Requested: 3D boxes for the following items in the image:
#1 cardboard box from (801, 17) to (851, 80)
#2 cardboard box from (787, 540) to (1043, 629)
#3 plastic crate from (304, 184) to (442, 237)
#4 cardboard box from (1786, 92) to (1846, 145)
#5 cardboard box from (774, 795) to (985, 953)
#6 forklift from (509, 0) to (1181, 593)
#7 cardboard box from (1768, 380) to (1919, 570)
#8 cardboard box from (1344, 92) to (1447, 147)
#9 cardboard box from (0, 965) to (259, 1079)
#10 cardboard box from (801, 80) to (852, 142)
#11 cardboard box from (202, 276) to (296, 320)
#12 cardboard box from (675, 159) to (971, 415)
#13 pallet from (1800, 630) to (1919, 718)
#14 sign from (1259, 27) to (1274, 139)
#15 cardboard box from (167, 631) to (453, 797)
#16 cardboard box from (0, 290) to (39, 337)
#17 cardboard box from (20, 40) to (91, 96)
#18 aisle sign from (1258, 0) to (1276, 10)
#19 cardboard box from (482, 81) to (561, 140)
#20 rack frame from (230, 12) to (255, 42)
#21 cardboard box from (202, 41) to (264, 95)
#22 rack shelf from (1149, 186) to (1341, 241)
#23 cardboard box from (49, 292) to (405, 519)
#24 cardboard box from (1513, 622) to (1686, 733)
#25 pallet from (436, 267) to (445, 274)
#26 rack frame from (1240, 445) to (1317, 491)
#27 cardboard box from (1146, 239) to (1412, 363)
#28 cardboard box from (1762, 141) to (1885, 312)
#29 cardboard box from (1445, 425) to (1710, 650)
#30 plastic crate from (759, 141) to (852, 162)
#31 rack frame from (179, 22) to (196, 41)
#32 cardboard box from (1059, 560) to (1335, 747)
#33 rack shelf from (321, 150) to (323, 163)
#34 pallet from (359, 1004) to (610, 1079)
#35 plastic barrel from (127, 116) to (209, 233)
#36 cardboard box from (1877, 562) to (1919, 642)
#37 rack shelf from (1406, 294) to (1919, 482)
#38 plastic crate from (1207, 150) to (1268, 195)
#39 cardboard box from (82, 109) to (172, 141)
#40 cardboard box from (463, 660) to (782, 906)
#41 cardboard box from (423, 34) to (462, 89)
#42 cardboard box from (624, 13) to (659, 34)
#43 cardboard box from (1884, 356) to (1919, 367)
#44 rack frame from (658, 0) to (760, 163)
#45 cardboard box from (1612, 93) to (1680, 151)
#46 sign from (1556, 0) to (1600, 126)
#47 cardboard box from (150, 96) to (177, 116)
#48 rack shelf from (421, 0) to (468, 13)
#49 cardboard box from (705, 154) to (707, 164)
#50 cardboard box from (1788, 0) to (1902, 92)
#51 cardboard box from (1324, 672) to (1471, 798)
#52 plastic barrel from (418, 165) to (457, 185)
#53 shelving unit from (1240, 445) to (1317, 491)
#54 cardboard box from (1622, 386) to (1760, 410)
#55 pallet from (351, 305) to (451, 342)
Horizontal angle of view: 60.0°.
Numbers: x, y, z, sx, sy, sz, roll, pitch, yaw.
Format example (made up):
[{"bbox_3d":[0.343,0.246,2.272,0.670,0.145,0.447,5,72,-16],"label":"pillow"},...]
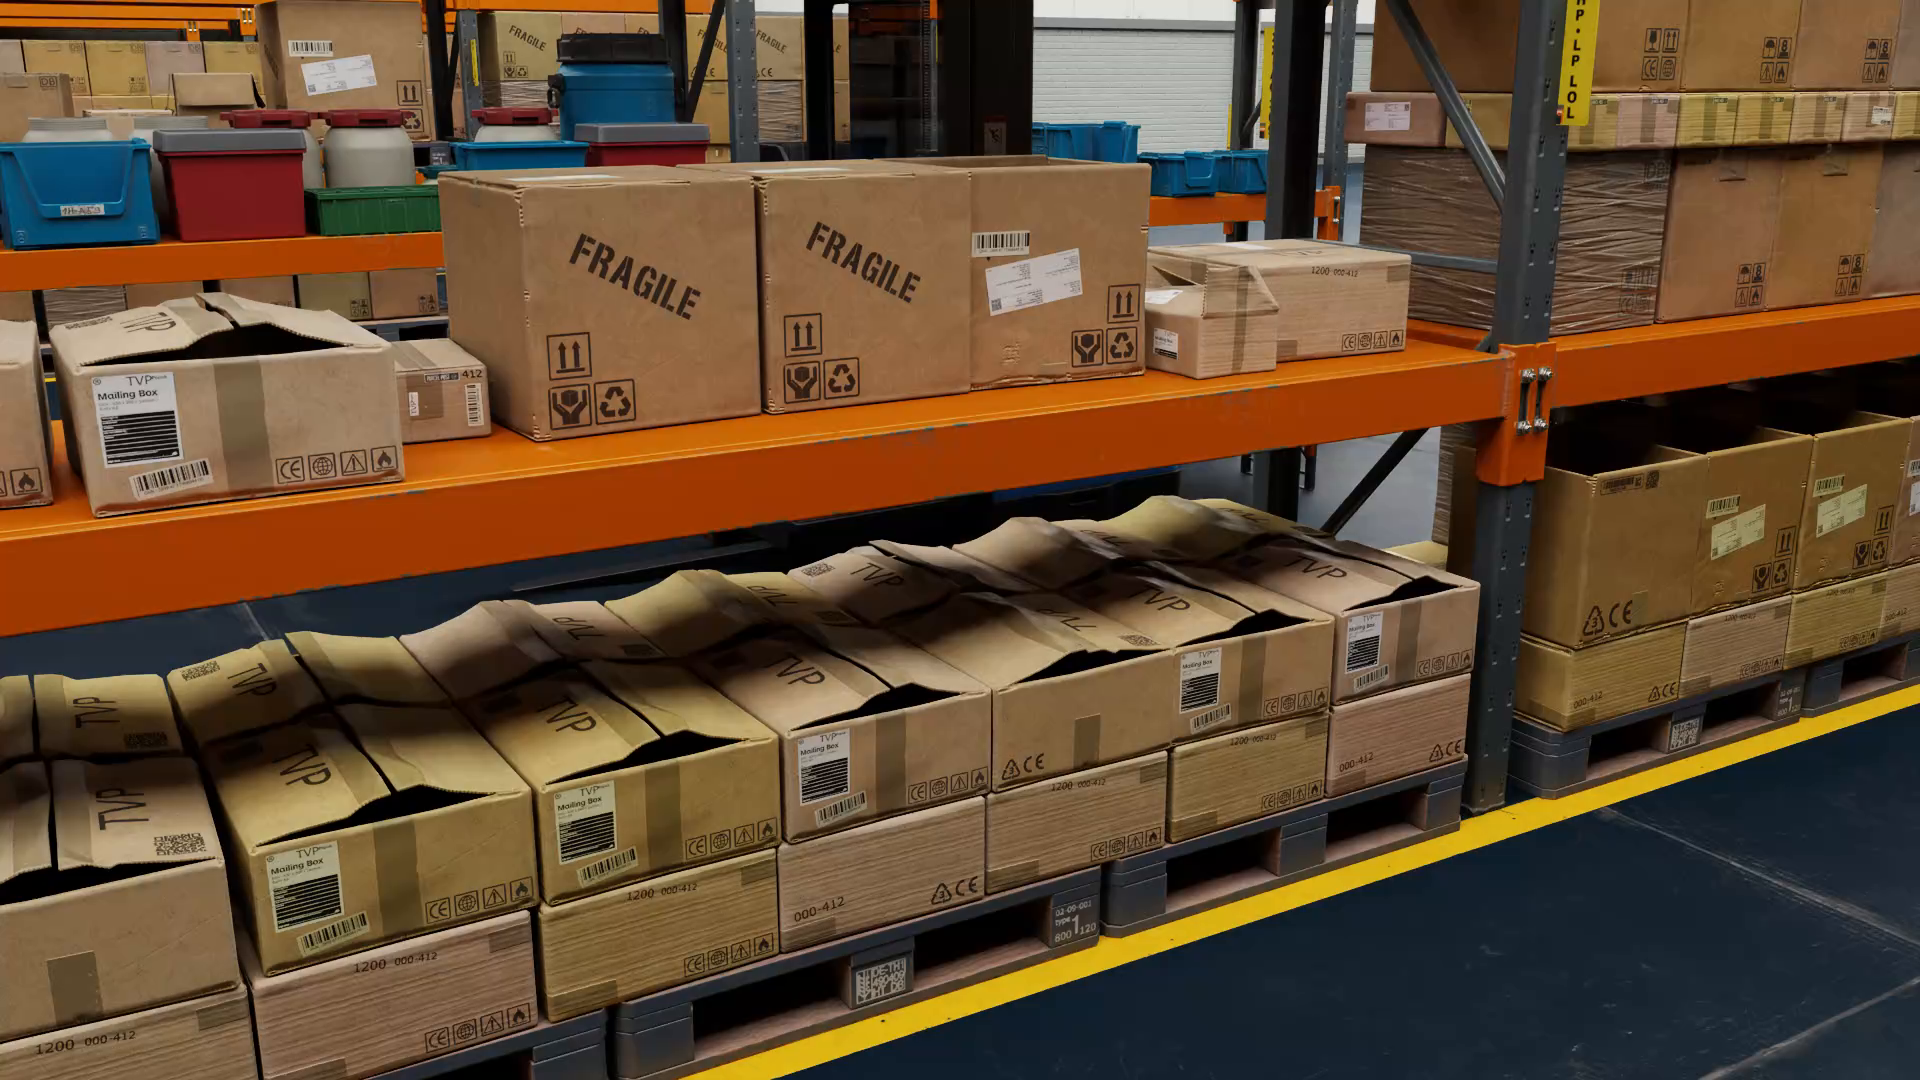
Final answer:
[{"bbox_3d":[-1.207,-4.111,13.930,0.500,0.500,0.500,-9,18,-30],"label":"cardboard box"},{"bbox_3d":[-0.125,0.198,4.424,0.500,0.311,0.500,-10,18,-32],"label":"cardboard box"},{"bbox_3d":[-2.662,-1.531,7.708,0.662,0.188,0.450,-9,18,-30],"label":"plastic crate"},{"bbox_3d":[2.438,-1.290,5.066,0.250,0.149,0.380,-10,18,-32],"label":"cardboard box"},{"bbox_3d":[-0.283,0.664,3.801,0.500,0.250,0.500,-9,18,-29],"label":"cardboard box"},{"bbox_3d":[-0.522,-1.316,6.675,3.031,2.935,1.130,-10,19,-33],"label":"forklift"},{"bbox_3d":[3.076,-0.235,5.617,0.500,0.500,0.500,-9,18,-30],"label":"cardboard box"},{"bbox_3d":[1.356,-1.242,4.897,0.250,0.149,0.380,-9,18,-30],"label":"cardboard box"},{"bbox_3d":[-1.596,0.879,3.034,0.500,0.250,0.500,-9,18,-30],"label":"cardboard box"},{"bbox_3d":[-1.289,-3.667,14.197,0.500,0.500,0.875,-9,18,-30],"label":"cardboard box"},{"bbox_3d":[-5.301,-1.875,12.357,0.500,0.500,0.700,-11,19,-34],"label":"cardboard box"},{"bbox_3d":[-0.315,-0.597,3.796,0.500,0.500,0.500,-9,18,-30],"label":"cardboard box"},{"bbox_3d":[2.983,0.277,6.031,1.213,0.211,1.003,-9,18,-30],"label":"pallet"},{"bbox_3d":[0.946,-1.377,5.016,0.005,0.325,0.100,-9,18,-30],"label":"sign"},{"bbox_3d":[-1.432,0.410,3.667,0.500,0.311,0.500,-10,18,-31],"label":"cardboard box"},{"bbox_3d":[-6.731,-1.637,11.508,0.500,0.500,0.700,-10,19,-33],"label":"cardboard box"},{"bbox_3d":[-8.501,-4.425,15.599,0.500,0.500,0.700,-10,18,-31],"label":"cardboard box"},{"bbox_3d":[2.025,-3.826,10.687,0.004,0.787,0.394,-9,18,-30],"label":"aisle sign"},{"bbox_3d":[-3.448,-3.326,12.983,0.500,0.500,0.875,-9,18,-30],"label":"cardboard box"},{"bbox_3d":[-8.969,-5.380,21.044,0.127,3.000,1.000,-9,18,-30],"label":"rack frame"},{"bbox_3d":[-7.196,-4.636,16.352,0.500,0.500,0.700,-10,18,-31],"label":"cardboard box"},{"bbox_3d":[0.399,-1.873,9.865,4.000,0.370,1.077,-9,18,-30],"label":"rack shelf"},{"bbox_3d":[-1.330,-0.275,2.998,0.500,0.311,0.500,-9,18,-30],"label":"cardboard box"},{"bbox_3d":[1.786,0.333,4.980,0.500,0.250,0.500,-9,18,-30],"label":"cardboard box"},{"bbox_3d":[-5.641,-2.993,17.697,1.213,0.211,1.003,-9,18,-30],"label":"pallet"},{"bbox_3d":[1.616,-0.844,8.336,0.032,1.125,0.500,-10,19,-33],"label":"rack frame"},{"bbox_3d":[0.833,-0.644,4.426,0.500,0.250,0.500,-8,18,-26],"label":"cardboard box"},{"bbox_3d":[2.491,-1.049,5.410,0.500,0.500,0.700,-9,18,-29],"label":"cardboard box"},{"bbox_3d":[1.792,-0.026,4.871,0.500,0.500,0.500,-9,18,-30],"label":"cardboard box"},{"bbox_3d":[-0.801,-1.954,8.939,0.504,0.338,0.767,-9,18,-30],"label":"plastic crate"},{"bbox_3d":[-11.529,-6.528,25.139,0.127,3.000,1.000,-9,18,-30],"label":"rack frame"},{"bbox_3d":[0.591,0.254,4.224,0.500,0.311,0.500,-9,18,-28],"label":"cardboard box"},{"bbox_3d":[-8.048,-3.624,16.114,4.000,0.370,1.077,-9,18,-30],"label":"rack shelf"},{"bbox_3d":[-1.470,0.999,3.455,1.213,0.211,1.003,-9,18,-30],"label":"pallet"},{"bbox_3d":[-3.611,-1.690,7.673,0.421,0.512,0.421,0,16,0],"label":"plastic barrel"},{"bbox_3d":[3.074,0.126,5.721,0.500,0.250,0.500,-9,18,-30],"label":"cardboard box"},{"bbox_3d":[2.947,-0.726,5.775,4.000,0.370,1.077,-9,18,-30],"label":"rack shelf"},{"bbox_3d":[1.839,-2.286,10.285,0.616,0.251,0.499,-9,18,-30],"label":"plastic crate"},{"bbox_3d":[-5.739,-2.841,11.486,0.500,0.250,0.500,-10,18,-31],"label":"cardboard box"},{"bbox_3d":[-0.711,0.463,3.477,0.500,0.311,0.500,-10,18,-31],"label":"cardboard box"},{"bbox_3d":[-5.588,-4.987,17.366,0.550,0.550,0.875,-9,18,-30],"label":"cardboard box"},{"bbox_3d":[-2.492,-3.903,13.186,0.500,0.500,0.500,-9,18,-30],"label":"cardboard box"},{"bbox_3d":[3.660,-0.497,6.551,0.500,0.500,0.500,-9,18,-30],"label":"cardboard box"},{"bbox_3d":[-1.315,-1.941,8.776,0.127,3.000,1.000,-9,18,-30],"label":"rack frame"},{"bbox_3d":[1.778,-1.182,4.683,0.250,0.149,0.380,-9,18,-29],"label":"cardboard box"},{"bbox_3d":[1.521,-1.190,4.097,0.005,0.325,0.100,-9,18,-30],"label":"sign"},{"bbox_3d":[-7.509,-4.022,16.014,0.500,0.500,0.500,-9,18,-29],"label":"cardboard box"},{"bbox_3d":[-5.580,-3.907,11.565,4.000,0.370,1.077,-9,18,-30],"label":"rack shelf"},{"bbox_3d":[-2.248,-3.138,13.512,0.250,0.149,0.380,-9,18,-30],"label":"cardboard box"},{"bbox_3d":[2.472,-1.670,5.222,0.500,0.500,0.700,-9,18,-30],"label":"cardboard box"},{"bbox_3d":[1.027,0.452,4.556,0.500,0.250,0.500,-9,18,-30],"label":"cardboard box"},{"bbox_3d":[-2.529,-1.726,8.265,0.301,0.262,0.301,0,16,0],"label":"plastic barrel"},{"bbox_3d":[1.196,-0.767,8.061,1.048,1.125,0.538,-10,19,-33],"label":"shelving unit"},{"bbox_3d":[2.379,-0.286,5.799,0.500,0.500,0.500,-9,18,-30],"label":"cardboard box"},{"bbox_3d":[-4.532,-1.636,12.853,1.213,0.211,1.003,-9,18,-30],"label":"pallet"}]
